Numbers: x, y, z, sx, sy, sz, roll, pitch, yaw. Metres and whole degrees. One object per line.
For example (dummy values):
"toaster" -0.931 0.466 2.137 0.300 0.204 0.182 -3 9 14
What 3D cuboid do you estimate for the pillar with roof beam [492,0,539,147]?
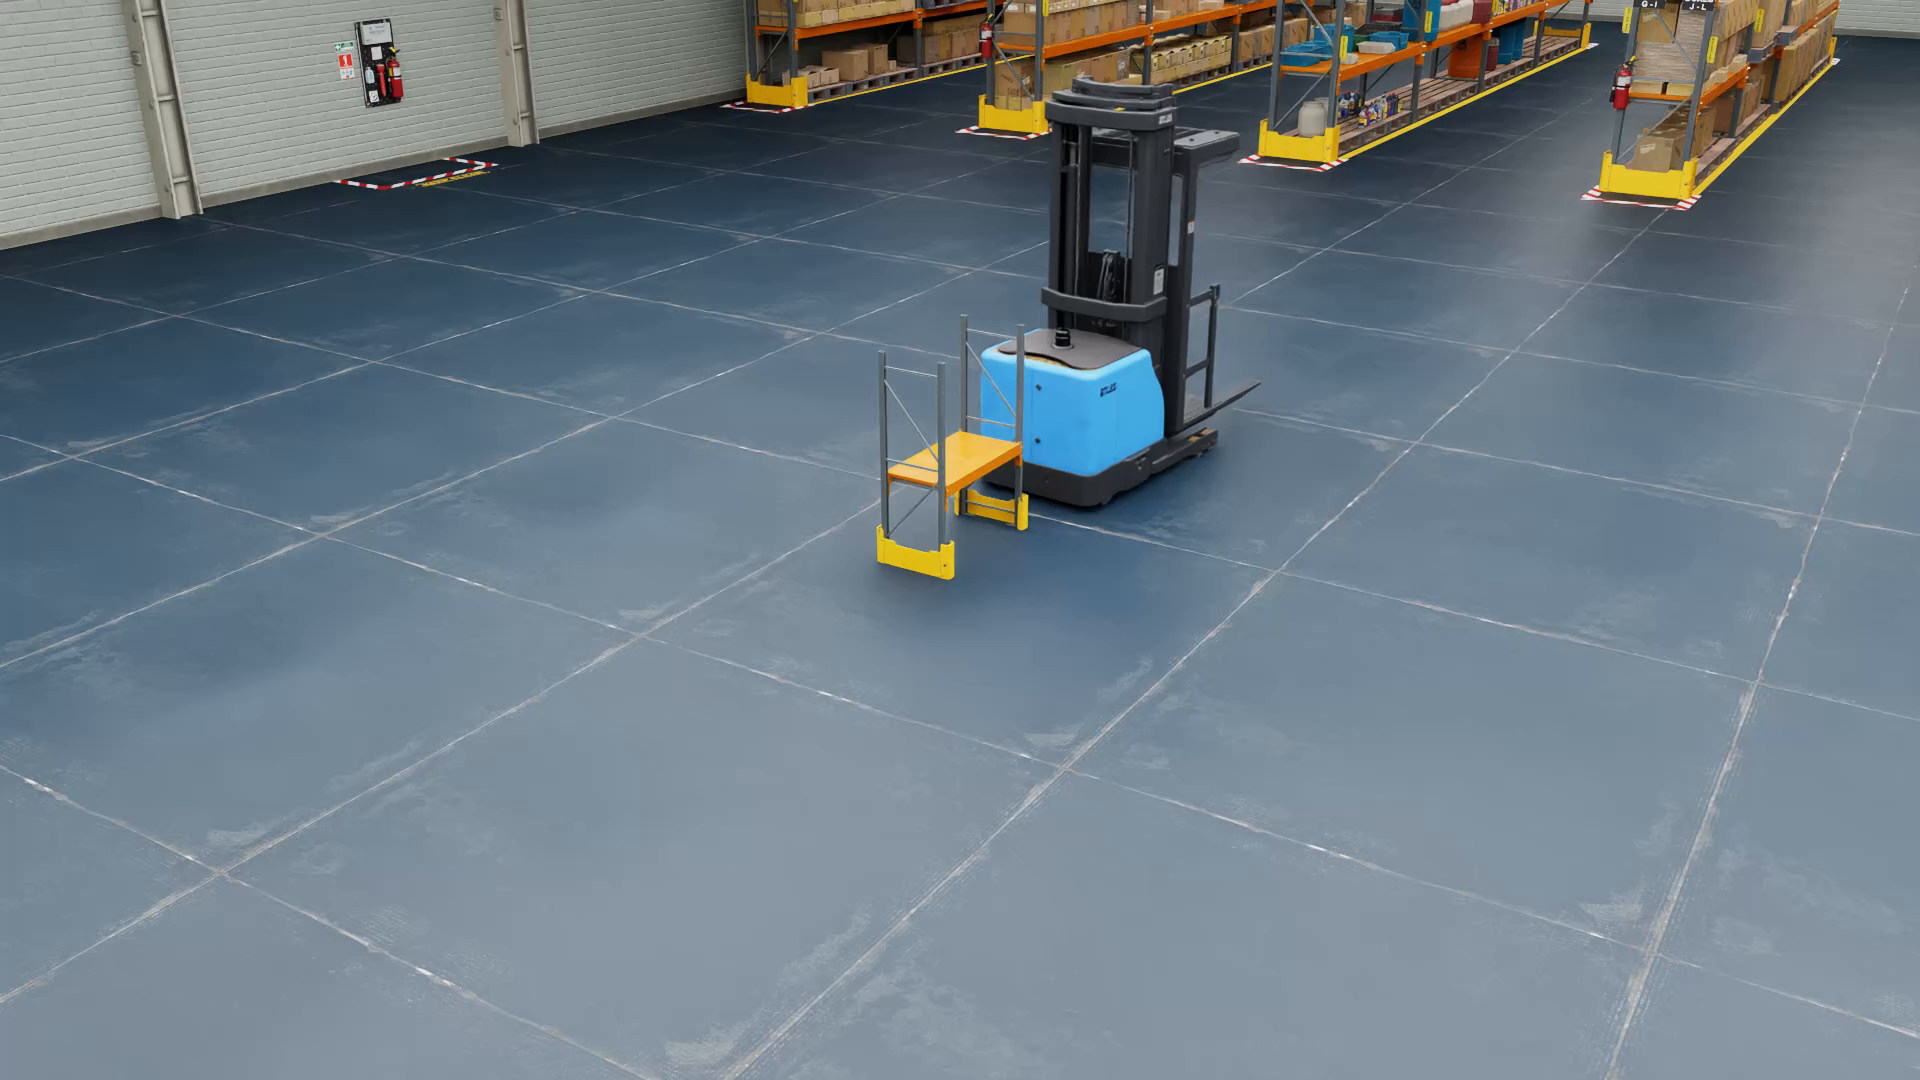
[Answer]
"pillar with roof beam" -3.196 -9.443 22.235 9.100 9.000 0.400 14 27 29

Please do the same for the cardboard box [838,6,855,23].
"cardboard box" -2.260 -9.587 30.283 0.500 0.250 0.500 13 27 28

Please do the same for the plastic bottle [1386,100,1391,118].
"plastic bottle" 6.958 -7.022 27.061 0.061 0.283 0.133 16 28 32

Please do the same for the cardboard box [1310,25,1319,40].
"cardboard box" 7.623 -11.277 36.854 0.500 0.311 0.500 14 27 29

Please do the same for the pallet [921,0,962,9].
"pallet" -0.686 -10.689 32.907 1.003 0.211 1.213 14 27 29

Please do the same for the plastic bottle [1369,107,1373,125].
"plastic bottle" 6.496 -6.735 26.413 0.097 0.271 0.097 0 23 0

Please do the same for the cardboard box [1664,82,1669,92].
"cardboard box" 9.409 -6.194 22.598 0.380 0.149 0.250 14 27 29

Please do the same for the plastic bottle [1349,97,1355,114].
"plastic bottle" 6.452 -7.163 27.402 0.097 0.271 0.097 0 23 0

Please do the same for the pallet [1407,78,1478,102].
"pallet" 8.873 -8.290 30.635 1.003 0.211 1.213 14 27 29

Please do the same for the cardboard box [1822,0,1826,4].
"cardboard box" 16.369 -10.474 31.982 0.500 0.250 0.500 14 27 29

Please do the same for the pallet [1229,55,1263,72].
"pallet" 5.534 -9.827 34.184 1.003 0.211 1.213 14 27 29

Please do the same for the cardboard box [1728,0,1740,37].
"cardboard box" 10.356 -7.191 22.827 0.500 0.500 0.500 14 27 29

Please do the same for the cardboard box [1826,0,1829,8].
"cardboard box" 16.754 -10.488 32.517 0.380 0.149 0.250 14 27 30

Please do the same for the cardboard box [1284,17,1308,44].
"cardboard box" 7.201 -11.041 36.071 0.500 0.500 0.500 14 27 29

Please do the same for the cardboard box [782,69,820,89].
"cardboard box" -2.881 -8.382 30.167 0.500 0.311 0.500 11 26 23

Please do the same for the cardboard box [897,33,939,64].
"cardboard box" -0.838 -9.856 33.334 0.700 0.500 0.500 15 28 31

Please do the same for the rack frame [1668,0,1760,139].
"rack frame" 11.412 -7.435 25.150 1.000 3.000 0.127 14 27 29

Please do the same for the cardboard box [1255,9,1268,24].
"cardboard box" 6.228 -11.162 35.407 0.500 0.250 0.500 14 27 29

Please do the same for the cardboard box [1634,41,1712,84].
"cardboard box" 9.616 -6.448 22.368 0.875 0.500 0.500 14 27 29

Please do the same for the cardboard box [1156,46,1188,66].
"cardboard box" 3.968 -9.131 31.293 0.500 0.311 0.500 13 27 27

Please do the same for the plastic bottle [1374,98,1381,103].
"plastic bottle" 6.869 -7.105 27.262 0.152 0.276 0.135 14 27 29

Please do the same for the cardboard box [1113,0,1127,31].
"cardboard box" 2.497 -9.228 29.165 0.700 0.500 0.500 14 27 28

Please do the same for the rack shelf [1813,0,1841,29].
"rack shelf" 16.687 -10.480 33.089 1.077 0.370 4.000 14 27 29

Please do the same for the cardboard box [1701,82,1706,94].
"cardboard box" 9.803 -6.097 22.373 0.380 0.149 0.250 14 27 29

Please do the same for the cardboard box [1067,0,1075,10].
"cardboard box" 1.683 -8.852 27.479 0.380 0.149 0.250 13 27 28

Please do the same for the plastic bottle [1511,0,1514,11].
"plastic bottle" 10.549 -10.313 31.953 0.152 0.276 0.135 14 27 29

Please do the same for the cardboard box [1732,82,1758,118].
"cardboard box" 12.611 -7.227 27.261 0.700 0.500 0.500 16 28 33

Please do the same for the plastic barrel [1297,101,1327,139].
"plastic barrel" 5.377 -6.412 25.390 0.421 0.512 0.421 0 23 0

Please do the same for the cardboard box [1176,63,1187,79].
"cardboard box" 3.963 -8.875 31.408 0.500 0.250 0.500 13 27 27

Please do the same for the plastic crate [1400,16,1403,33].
"plastic crate" 7.522 -8.903 28.561 0.392 0.384 0.575 14 27 29

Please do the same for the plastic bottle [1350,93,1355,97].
"plastic bottle" 6.516 -7.295 27.699 0.152 0.276 0.135 15 28 31

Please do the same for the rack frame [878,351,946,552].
"rack frame" -0.313 -0.488 10.989 0.500 1.500 0.032 14 27 29

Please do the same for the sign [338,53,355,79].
"sign" -8.568 -6.617 23.215 0.001 0.329 0.234 14 27 29

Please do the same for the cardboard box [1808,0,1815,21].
"cardboard box" 15.350 -9.801 30.488 0.500 0.500 0.500 15 27 31

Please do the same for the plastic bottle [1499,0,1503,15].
"plastic bottle" 10.171 -10.040 31.313 0.061 0.283 0.133 14 27 29

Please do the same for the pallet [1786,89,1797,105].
"pallet" 14.646 -8.166 30.348 1.003 0.211 1.213 14 27 29

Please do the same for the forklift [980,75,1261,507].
"forklift" 1.426 -2.111 12.936 1.130 2.935 3.031 17 28 33

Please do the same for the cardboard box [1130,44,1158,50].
"cardboard box" 3.502 -9.242 31.551 0.500 0.311 0.500 14 27 29

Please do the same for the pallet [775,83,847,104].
"pallet" -2.824 -8.212 30.454 1.003 0.211 1.213 14 27 29

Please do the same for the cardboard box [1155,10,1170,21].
"cardboard box" 3.639 -9.653 30.590 0.380 0.149 0.250 14 27 29

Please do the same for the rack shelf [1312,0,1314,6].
"rack shelf" 8.273 -12.558 37.887 1.077 0.370 4.000 14 27 29

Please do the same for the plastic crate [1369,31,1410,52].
"plastic crate" 6.851 -7.975 26.583 0.499 0.251 0.616 14 27 29

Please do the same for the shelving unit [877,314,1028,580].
"shelving unit" -0.040 -0.663 11.393 0.587 1.500 1.083 14 27 29

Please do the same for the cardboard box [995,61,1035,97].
"cardboard box" 0.918 -7.681 27.705 0.500 0.500 0.500 14 27 29

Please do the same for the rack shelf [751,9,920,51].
"rack shelf" -2.267 -9.544 30.927 1.077 0.370 4.000 14 27 29

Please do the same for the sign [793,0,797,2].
"sign" -2.861 -9.483 28.790 0.100 0.325 0.005 14 27 29

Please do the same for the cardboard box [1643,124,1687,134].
"cardboard box" 9.932 -5.547 23.406 0.500 0.500 0.500 -20 31 -39

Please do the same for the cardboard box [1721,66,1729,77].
"cardboard box" 10.745 -6.683 23.727 0.380 0.149 0.250 14 27 29

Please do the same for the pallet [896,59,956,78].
"pallet" -0.803 -9.533 33.505 1.003 0.211 1.213 14 27 29

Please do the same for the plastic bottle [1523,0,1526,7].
"plastic bottle" 11.032 -10.622 32.667 0.152 0.276 0.135 14 27 29

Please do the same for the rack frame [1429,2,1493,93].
"rack frame" 9.314 -9.823 30.666 1.000 3.000 0.127 14 27 29

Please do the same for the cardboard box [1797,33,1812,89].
"cardboard box" 14.841 -8.831 30.520 1.225 0.875 0.875 13 27 27

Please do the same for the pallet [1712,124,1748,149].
"pallet" 11.821 -6.419 26.311 1.003 0.211 1.213 14 27 29

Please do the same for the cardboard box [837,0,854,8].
"cardboard box" -2.268 -9.920 30.108 0.500 0.500 0.500 13 27 27
